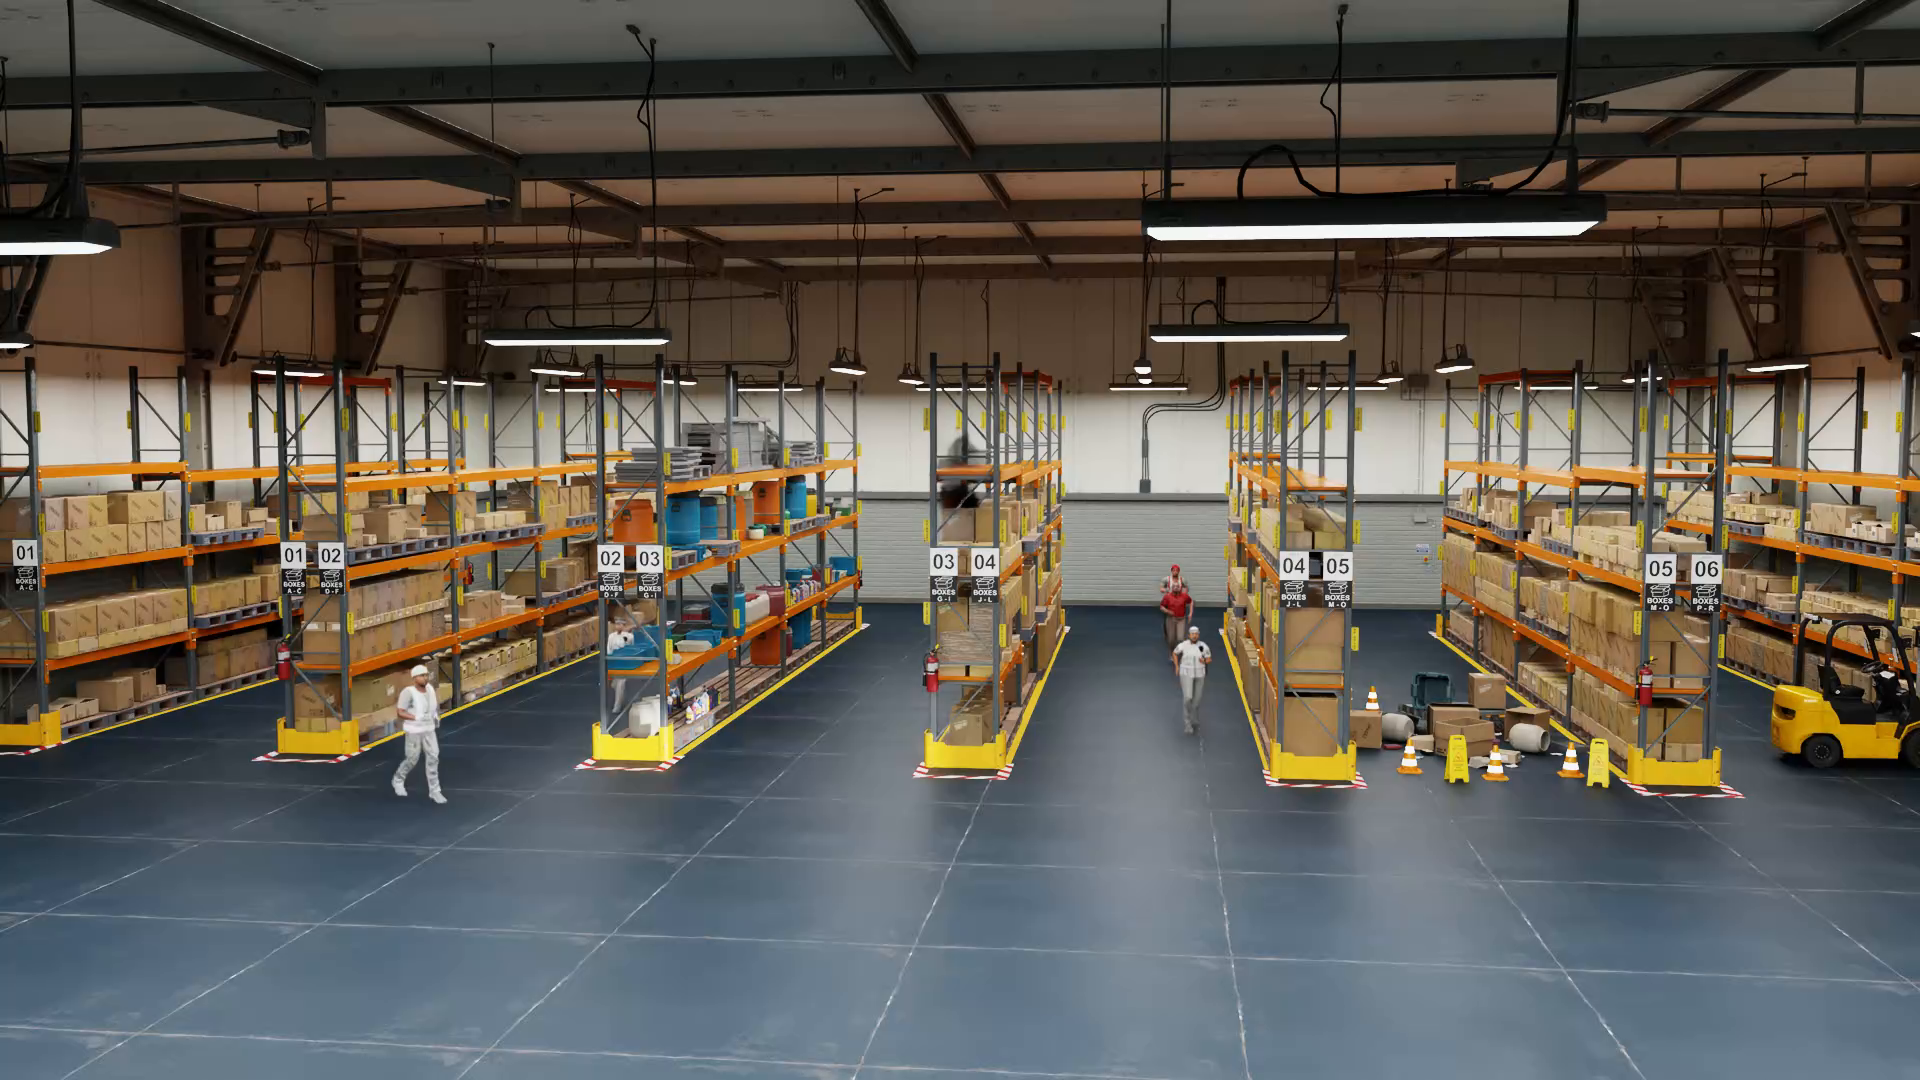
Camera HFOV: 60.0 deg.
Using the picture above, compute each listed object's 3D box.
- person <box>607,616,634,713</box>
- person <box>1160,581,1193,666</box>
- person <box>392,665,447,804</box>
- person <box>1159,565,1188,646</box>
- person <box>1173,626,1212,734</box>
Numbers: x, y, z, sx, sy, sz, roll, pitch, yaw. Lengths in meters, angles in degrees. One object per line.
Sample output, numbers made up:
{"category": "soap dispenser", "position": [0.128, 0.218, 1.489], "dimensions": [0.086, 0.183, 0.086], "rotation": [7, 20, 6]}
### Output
{"category": "person", "position": [-5.874, 2.144, 28.843], "dimensions": [0.632, 1.656, 0.778], "rotation": [0, 4, 4]}
{"category": "person", "position": [4.457, 1.743, 34.230], "dimensions": [0.681, 1.786, 0.749], "rotation": [0, 4, 7]}
{"category": "person", "position": [-7.153, 2.550, 21.985], "dimensions": [0.869, 1.815, 0.705], "rotation": [3, 5, 32]}
{"category": "person", "position": [4.816, 1.467, 37.496], "dimensions": [0.651, 1.841, 0.776], "rotation": [1, 4, 8]}
{"category": "person", "position": [3.789, 2.258, 27.084], "dimensions": [0.580, 1.727, 0.770], "rotation": [0, 4, -6]}
